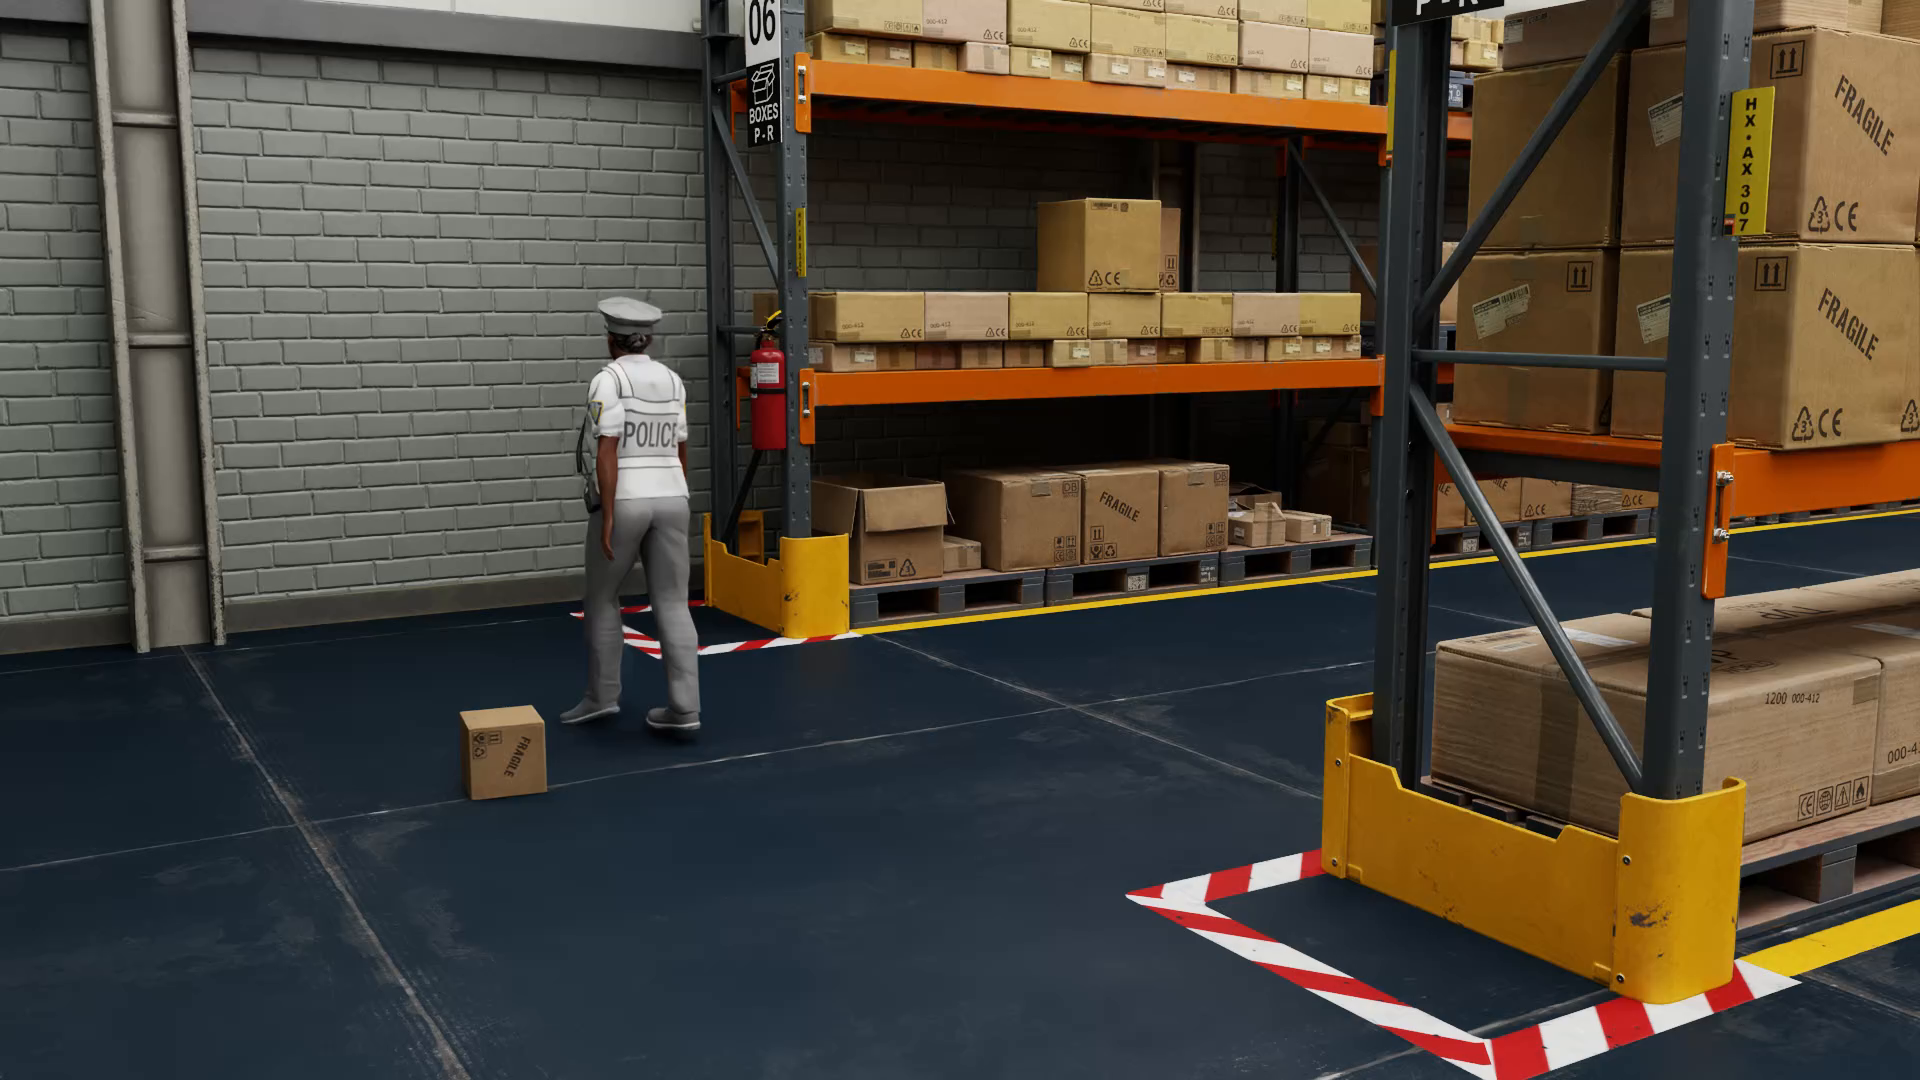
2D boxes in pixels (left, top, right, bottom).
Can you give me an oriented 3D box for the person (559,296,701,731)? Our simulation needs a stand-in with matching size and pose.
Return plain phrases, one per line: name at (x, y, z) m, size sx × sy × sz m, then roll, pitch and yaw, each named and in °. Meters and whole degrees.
person at (-1.232, -0.082, 6.420) m, size 0.477 × 1.701 × 0.697 m, roll -7°, pitch 11°, yaw -39°
